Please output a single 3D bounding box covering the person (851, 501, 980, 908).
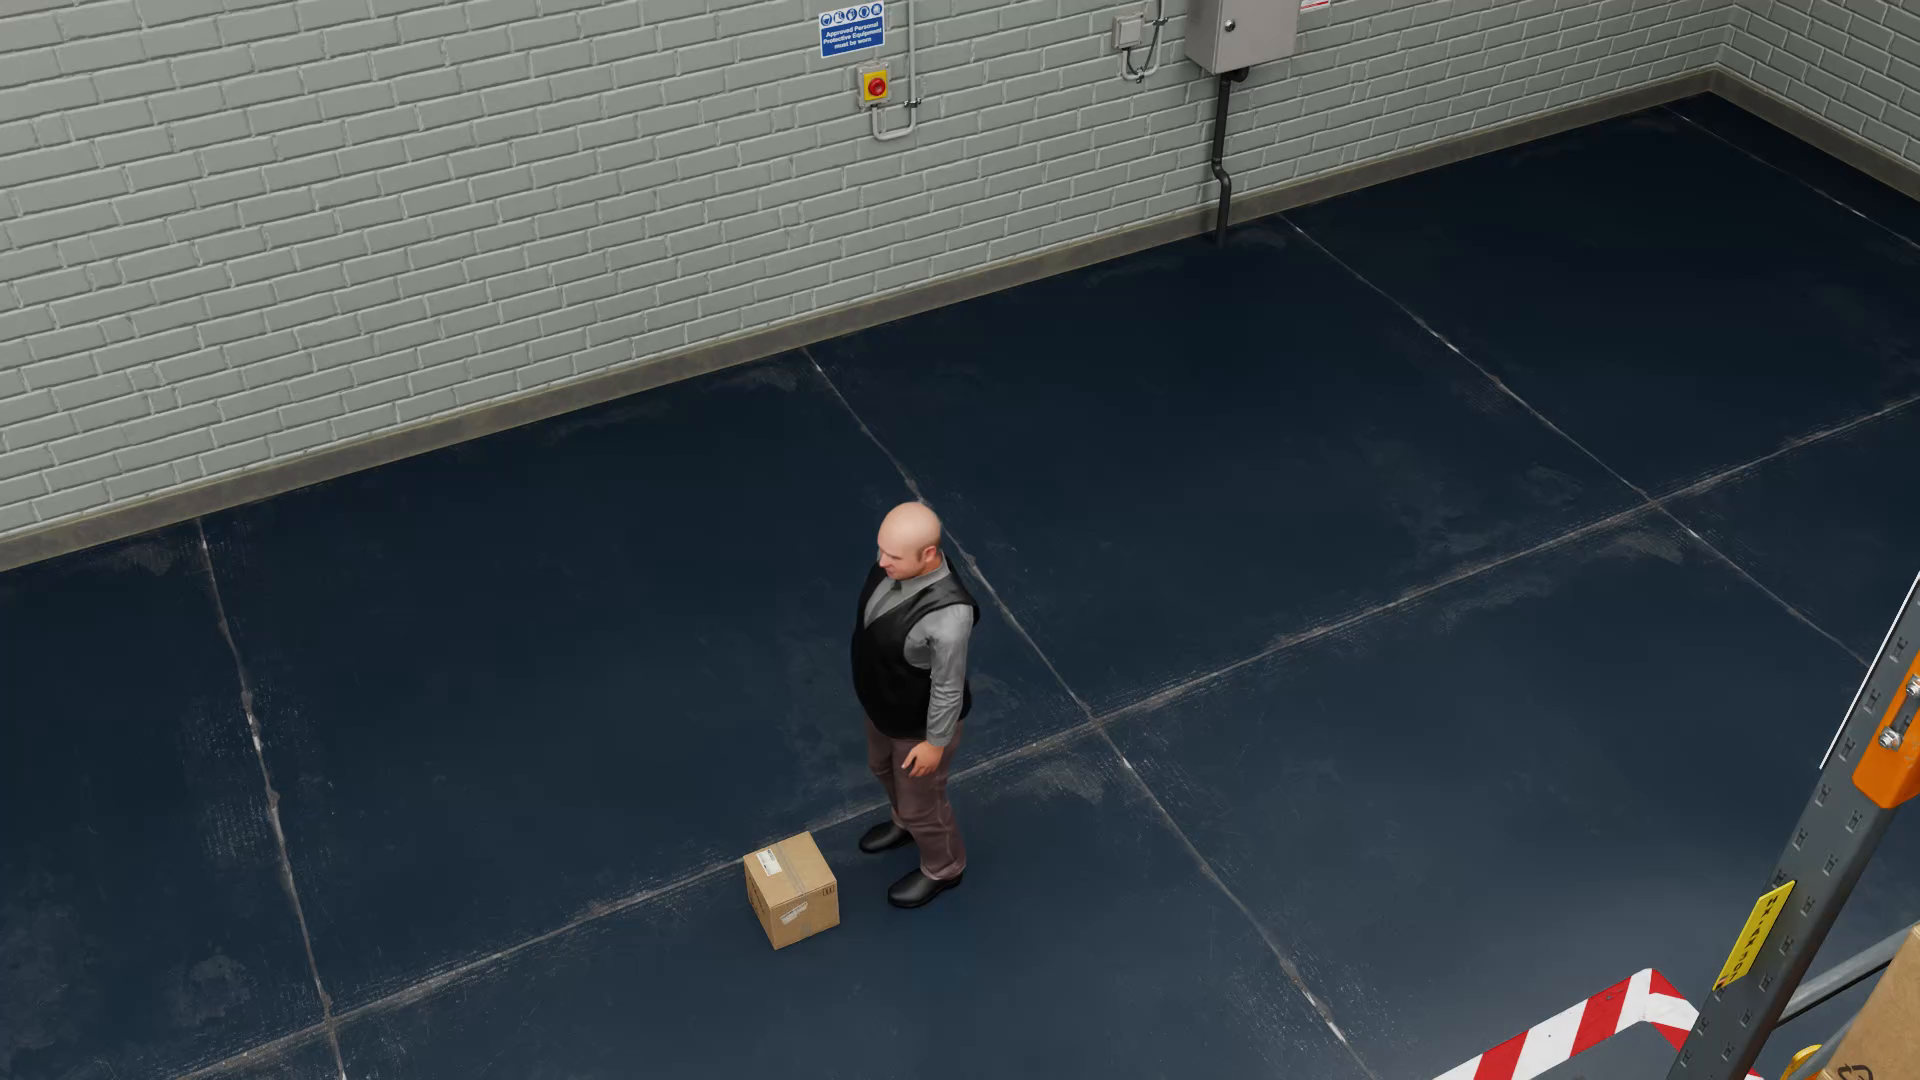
[{"bbox_3d":[-0.159,0.556,5.547,0.353,1.718,0.533,-18,44,-20],"label":"person"}]
